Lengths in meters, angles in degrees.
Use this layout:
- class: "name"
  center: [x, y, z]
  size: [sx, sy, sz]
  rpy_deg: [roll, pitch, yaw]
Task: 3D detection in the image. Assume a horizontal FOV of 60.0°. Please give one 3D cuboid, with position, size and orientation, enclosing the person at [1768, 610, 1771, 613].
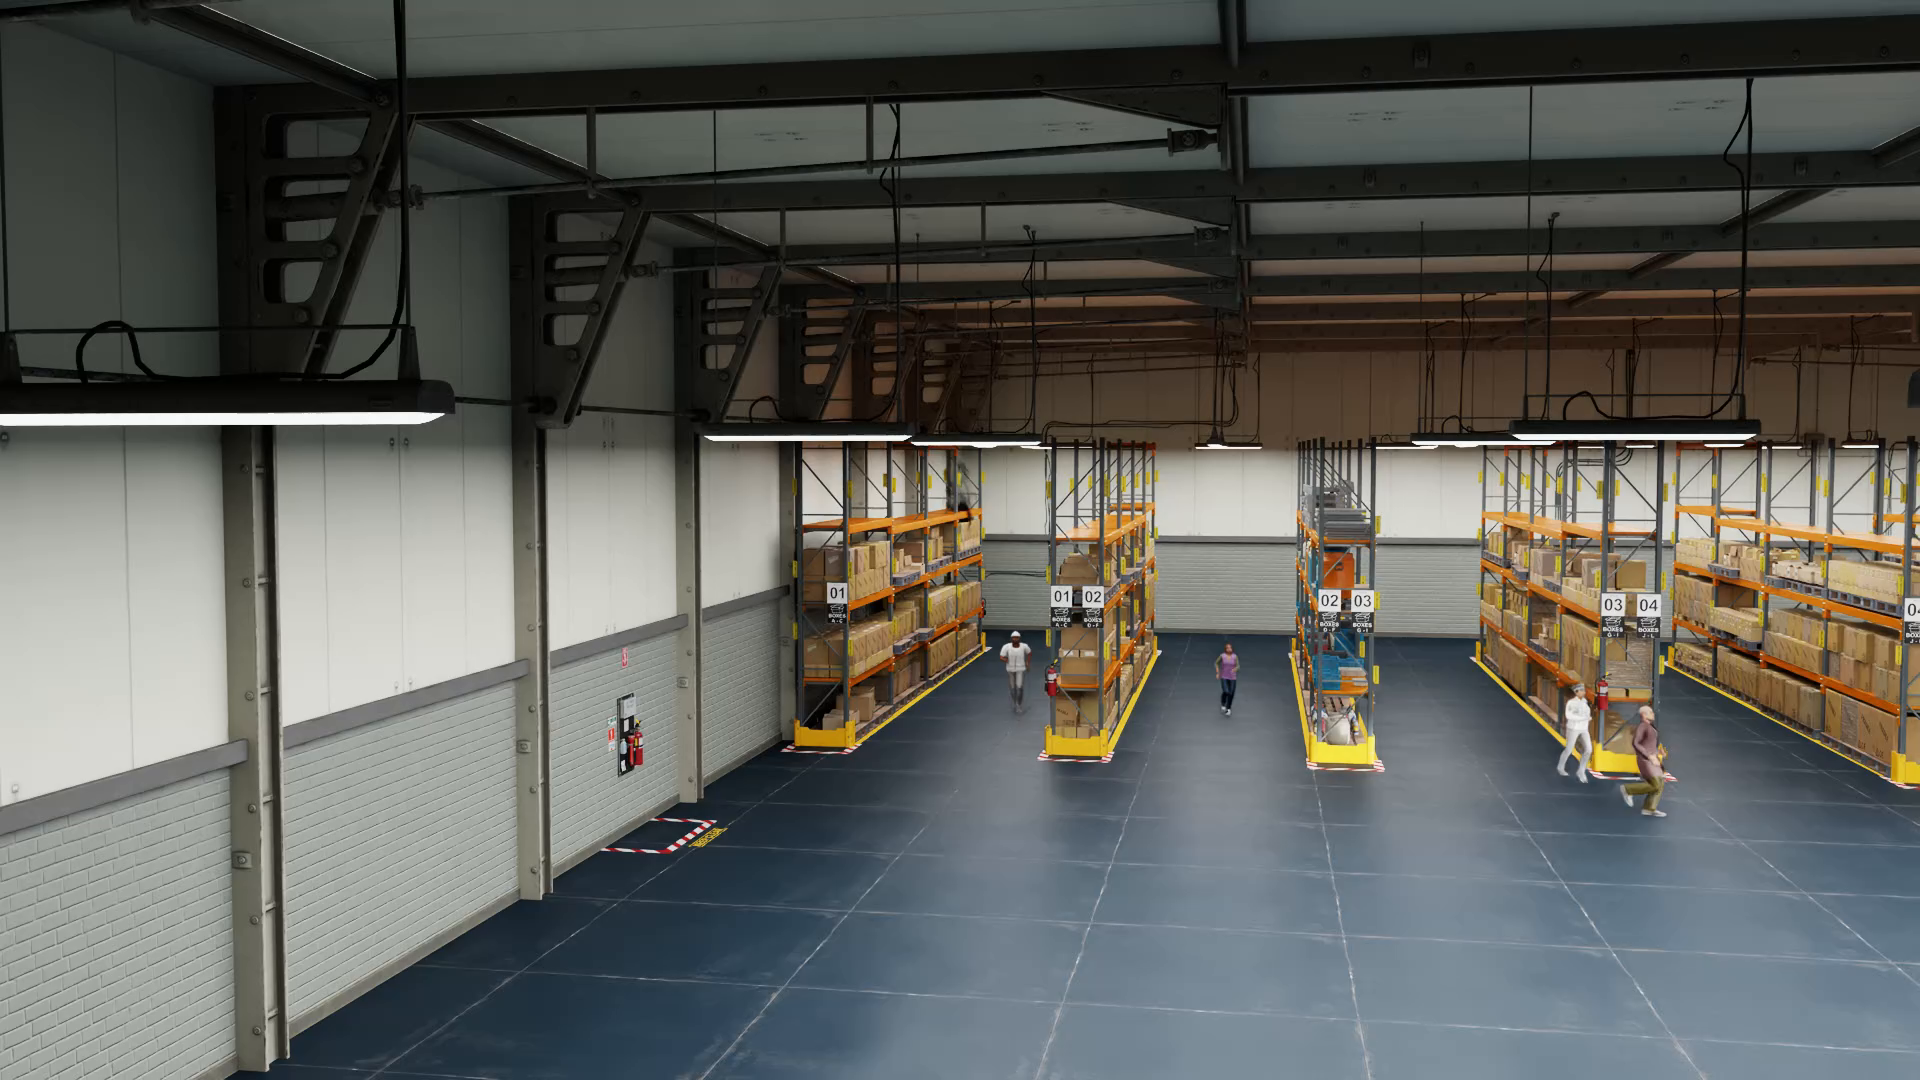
- class: "person"
  center: [20.641, 2.634, 42.505]
  size: [0.580, 1.711, 0.855]
  rpy_deg: [0, 3, 7]

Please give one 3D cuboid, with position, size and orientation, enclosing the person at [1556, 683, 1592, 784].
- class: "person"
  center: [10.754, 3.337, 28.997]
  size: [0.602, 1.734, 0.706]
  rpy_deg: [-1, 3, -22]

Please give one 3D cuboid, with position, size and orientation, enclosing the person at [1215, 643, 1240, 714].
- class: "person"
  center: [5.803, 3.016, 36.016]
  size: [0.513, 1.565, 0.621]
  rpy_deg: [0, 3, 0]

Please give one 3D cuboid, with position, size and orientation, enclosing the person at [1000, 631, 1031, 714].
- class: "person"
  center: [1.210, 2.913, 36.634]
  size: [0.676, 1.825, 0.769]
  rpy_deg: [0, 3, 8]

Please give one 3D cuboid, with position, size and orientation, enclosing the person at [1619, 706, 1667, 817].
- class: "person"
  center: [10.775, 3.472, 26.181]
  size: [0.690, 1.733, 0.709]
  rpy_deg: [2, 4, 33]
